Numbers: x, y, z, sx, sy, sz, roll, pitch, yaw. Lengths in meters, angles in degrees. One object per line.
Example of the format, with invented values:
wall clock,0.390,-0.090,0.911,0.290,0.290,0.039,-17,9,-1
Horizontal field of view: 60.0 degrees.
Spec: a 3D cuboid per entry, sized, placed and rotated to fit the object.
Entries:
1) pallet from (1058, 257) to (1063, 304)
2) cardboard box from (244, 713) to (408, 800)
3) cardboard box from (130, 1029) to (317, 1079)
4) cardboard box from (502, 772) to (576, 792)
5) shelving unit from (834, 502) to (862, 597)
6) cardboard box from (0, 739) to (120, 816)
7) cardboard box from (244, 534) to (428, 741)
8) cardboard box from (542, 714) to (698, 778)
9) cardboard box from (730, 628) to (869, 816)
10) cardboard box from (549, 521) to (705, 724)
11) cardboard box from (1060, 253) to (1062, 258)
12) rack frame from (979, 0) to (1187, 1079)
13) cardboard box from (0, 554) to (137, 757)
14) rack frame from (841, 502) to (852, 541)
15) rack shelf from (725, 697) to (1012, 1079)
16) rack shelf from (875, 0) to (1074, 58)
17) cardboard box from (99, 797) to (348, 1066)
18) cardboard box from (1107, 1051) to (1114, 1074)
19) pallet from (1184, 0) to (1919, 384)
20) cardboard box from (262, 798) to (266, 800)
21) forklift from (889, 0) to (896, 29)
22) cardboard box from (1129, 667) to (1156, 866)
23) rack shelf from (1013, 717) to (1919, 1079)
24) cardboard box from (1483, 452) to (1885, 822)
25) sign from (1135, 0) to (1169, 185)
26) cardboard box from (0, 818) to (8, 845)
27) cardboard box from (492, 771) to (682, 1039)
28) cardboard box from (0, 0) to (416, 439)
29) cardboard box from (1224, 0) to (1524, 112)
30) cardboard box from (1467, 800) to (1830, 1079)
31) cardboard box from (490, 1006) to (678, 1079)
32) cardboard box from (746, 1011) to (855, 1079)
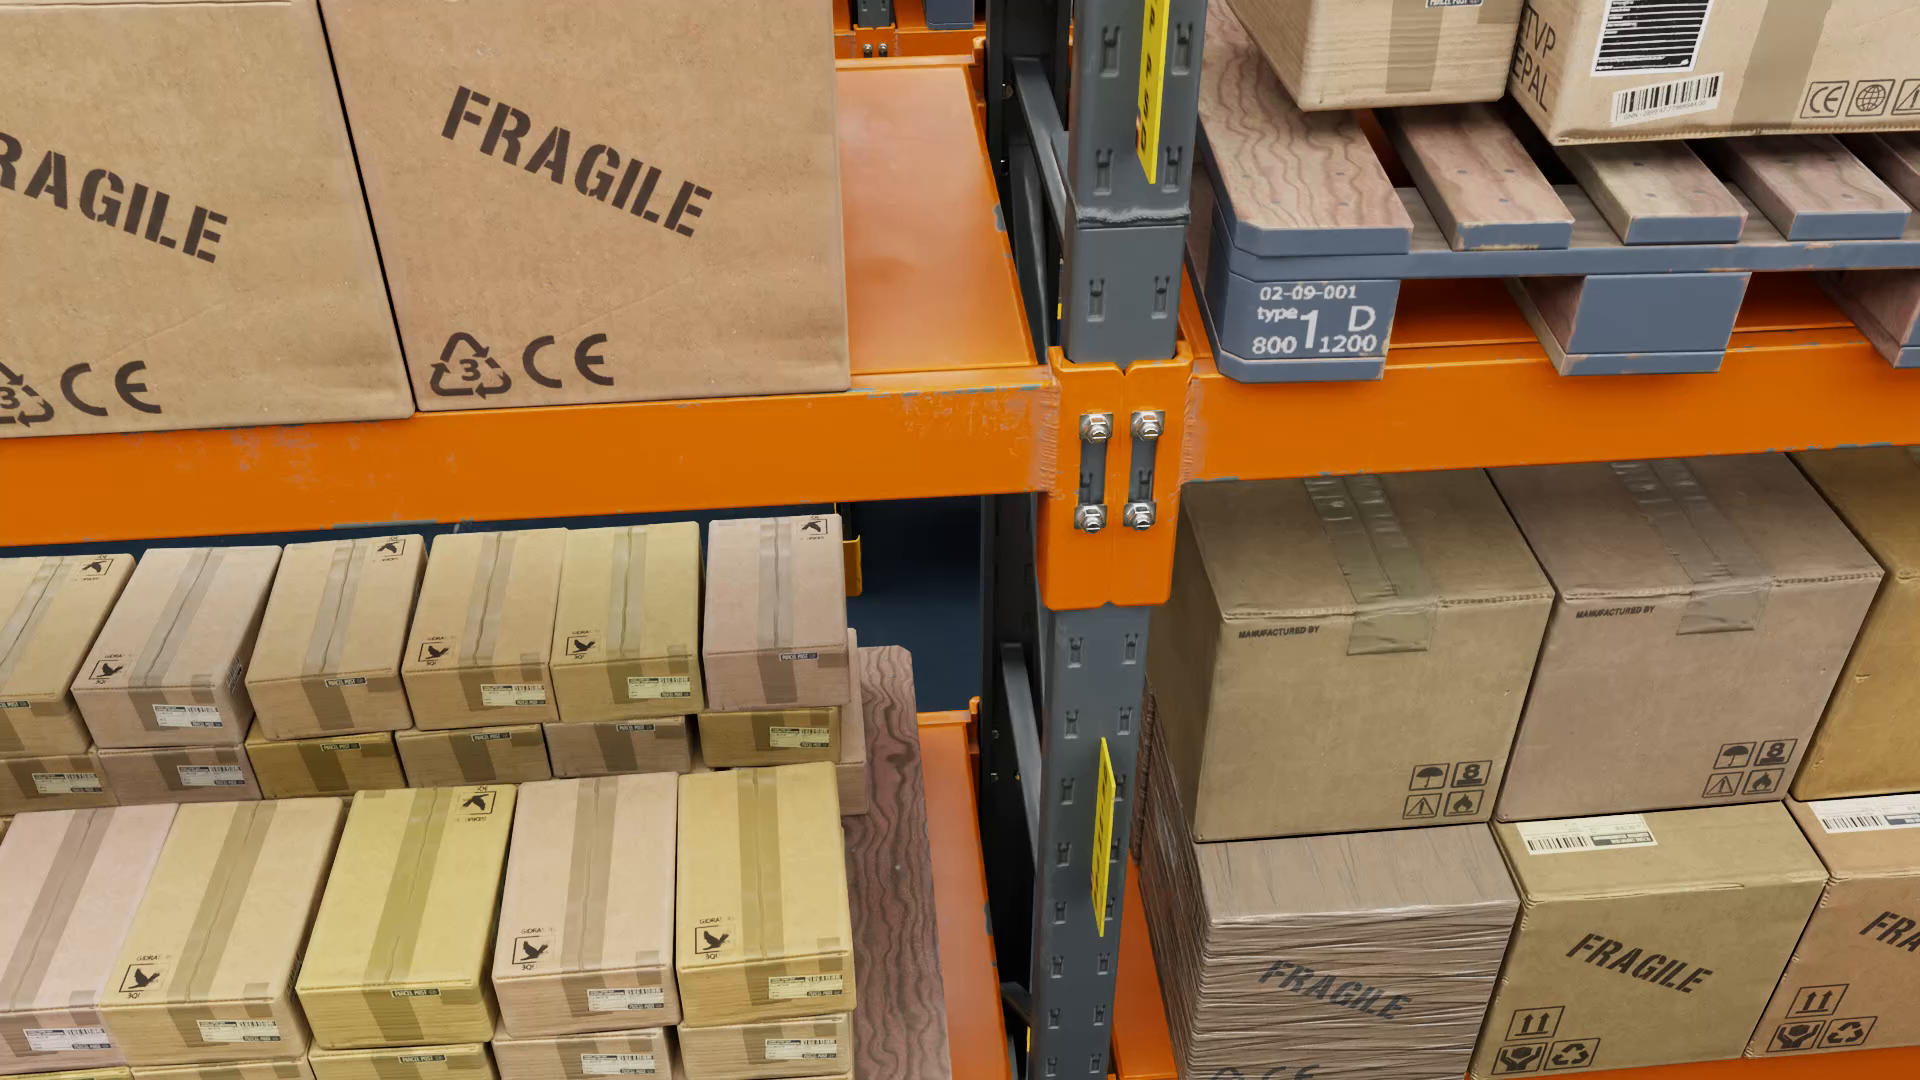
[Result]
pallet,0.388,-1.474,7.948,1.213,0.211,1.003,-3,38,-4
cardboard box,-1.138,0.288,3.086,0.250,0.149,0.380,-3,38,-4
cardboard box,-1.080,0.692,2.575,0.250,0.149,0.380,-3,38,-4
cardboard box,-0.851,0.385,3.204,0.250,0.149,0.380,-1,38,-2
shelving unit,0.076,-0.593,5.791,1.083,1.500,0.587,-3,38,-4
cardboard box,-1.634,0.313,3.055,0.250,0.149,0.380,-3,38,-4
cardboard box,-1.105,0.169,2.997,0.250,0.149,0.380,-5,39,-6
cardboard box,-0.621,0.258,3.125,0.250,0.149,0.380,-1,38,-2
cardboard box,-0.315,0.356,3.241,0.250,0.149,0.380,-4,38,-5
cardboard box,-0.597,0.144,3.029,0.250,0.149,0.380,-4,38,-5
cardboard box,0.173,-1.685,7.746,0.625,0.372,0.950,-6,39,-7
rack frame,0.148,0.522,3.167,0.127,3.000,1.000,-3,38,-4
cardboard box,-1.638,0.201,2.957,0.250,0.149,0.380,-2,38,-3
rack frame,-0.421,-0.566,5.756,0.032,1.500,0.500,-3,38,-4
rack shelf,-1.844,0.914,3.251,4.000,0.370,1.077,-3,38,-4
rack shelf,1.601,-2.354,7.393,4.000,0.370,1.077,-3,38,-4
cardboard box,-1.076,0.576,2.482,0.250,0.149,0.380,-2,38,-3
cardboard box,0.763,1.262,3.706,0.750,0.750,1.050,-4,38,-5
pallet,0.785,-0.650,2.383,1.003,0.211,1.213,-1,38,-2
cardboard box,-1.385,0.417,3.163,0.250,0.149,0.380,-2,38,-2
forklift,-0.611,-4.088,9.065,3.031,2.935,1.130,-4,38,-5
cardboard box,0.573,0.292,3.377,0.500,0.500,0.500,-3,38,-4
rack shelf,2.140,0.695,3.529,4.000,0.370,1.077,-3,38,-4
cardboard box,1.100,0.043,2.886,0.500,0.500,0.700,-4,38,-5
sign,0.194,-0.524,1.653,0.005,0.325,0.100,-3,38,-4
cardboard box,-1.588,0.601,2.450,0.250,0.149,0.380,-1,38,-2
cardboard box,-0.550,0.544,2.522,0.250,0.149,0.380,-4,38,-5
cardboard box,-0.895,-0.471,1.923,0.500,0.500,0.500,-3,38,-4
cardboard box,0.495,-0.681,2.053,0.250,0.149,0.380,-5,39,-6
cardboard box,1.125,0.595,2.994,0.500,0.500,0.500,-3,38,-4
cardboard box,-0.569,0.663,2.612,0.250,0.149,0.380,-2,38,-2
cardboard box,-0.303,0.766,2.721,0.250,0.149,0.380,-3,38,-3
